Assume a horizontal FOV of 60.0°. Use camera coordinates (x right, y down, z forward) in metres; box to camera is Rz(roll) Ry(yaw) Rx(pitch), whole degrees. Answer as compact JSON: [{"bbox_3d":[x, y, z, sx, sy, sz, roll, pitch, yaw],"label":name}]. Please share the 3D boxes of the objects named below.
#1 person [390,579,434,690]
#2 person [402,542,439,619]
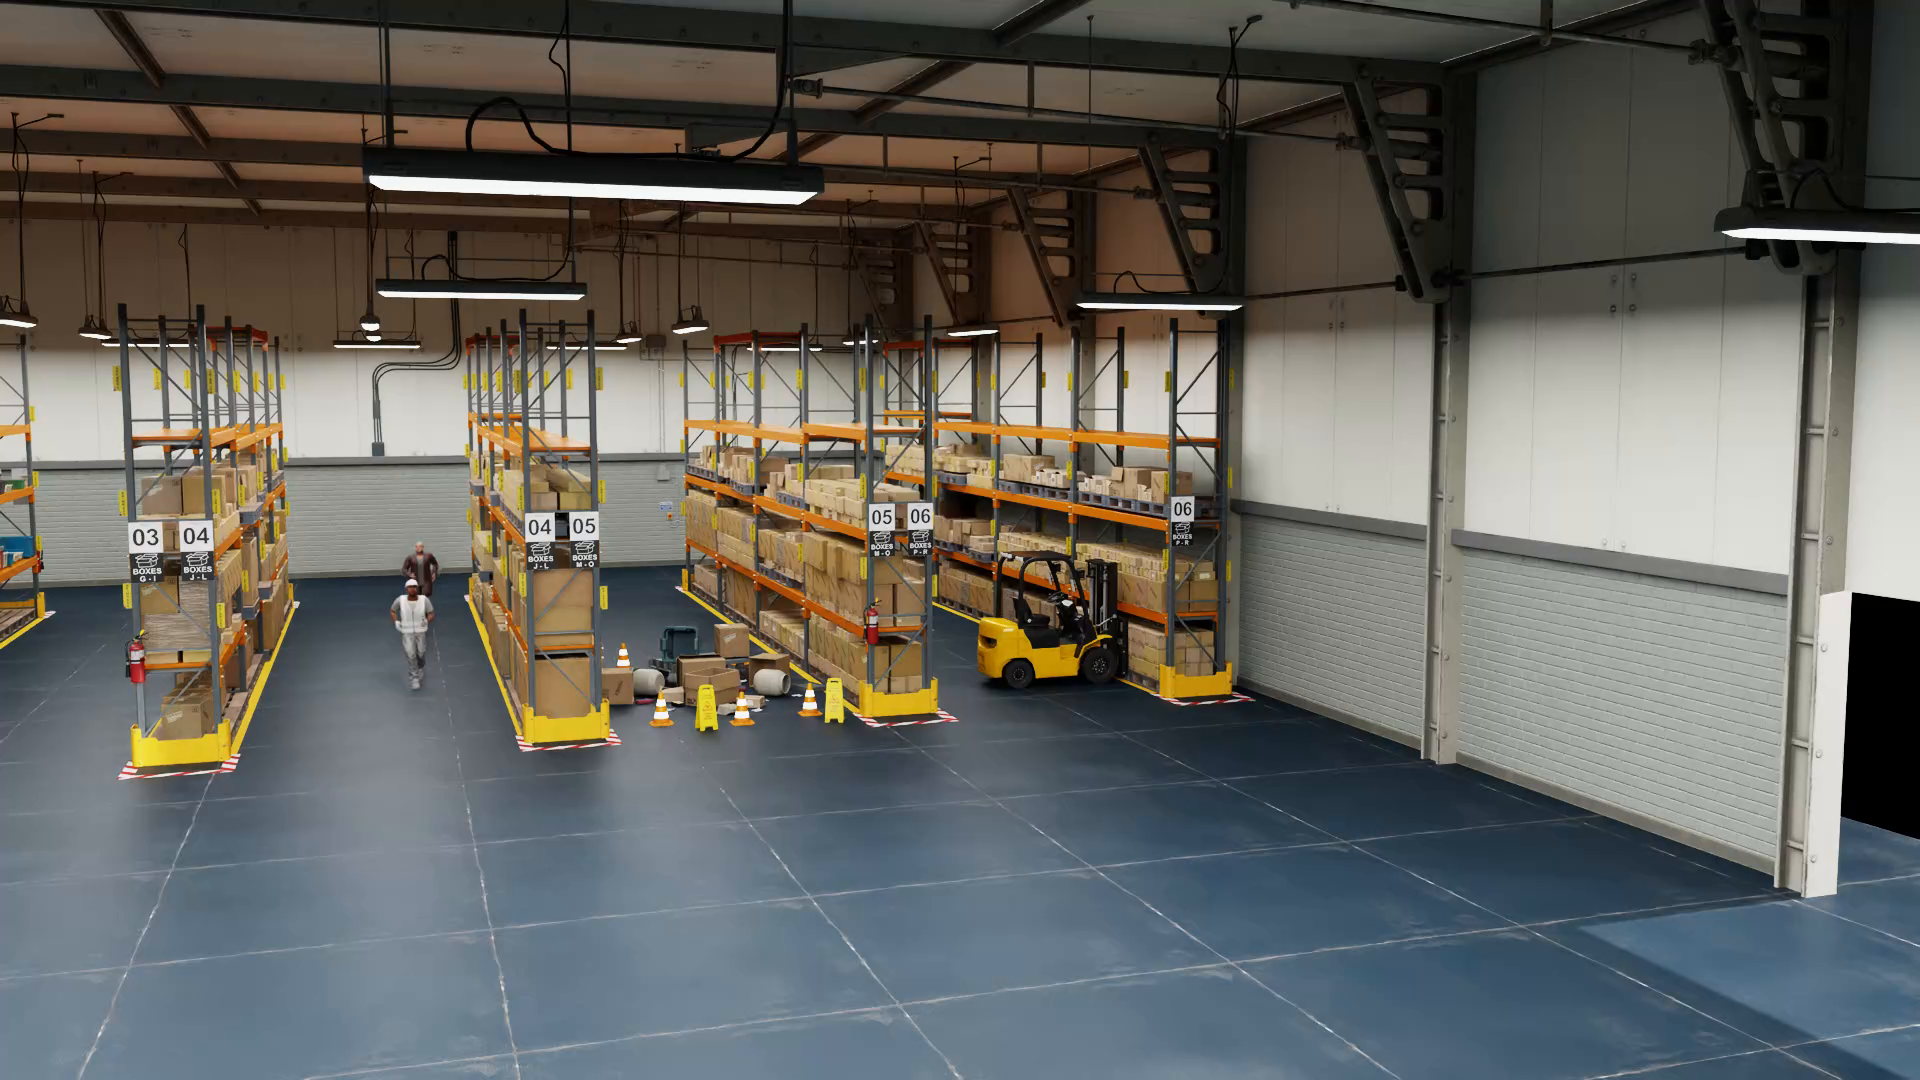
[{"bbox_3d":[-8.996,1.525,27.355,0.688,1.775,0.804,-2,6,-23],"label":"person"},{"bbox_3d":[-11.026,0.910,34.021,0.718,1.778,0.935,-2,6,-19],"label":"person"}]
